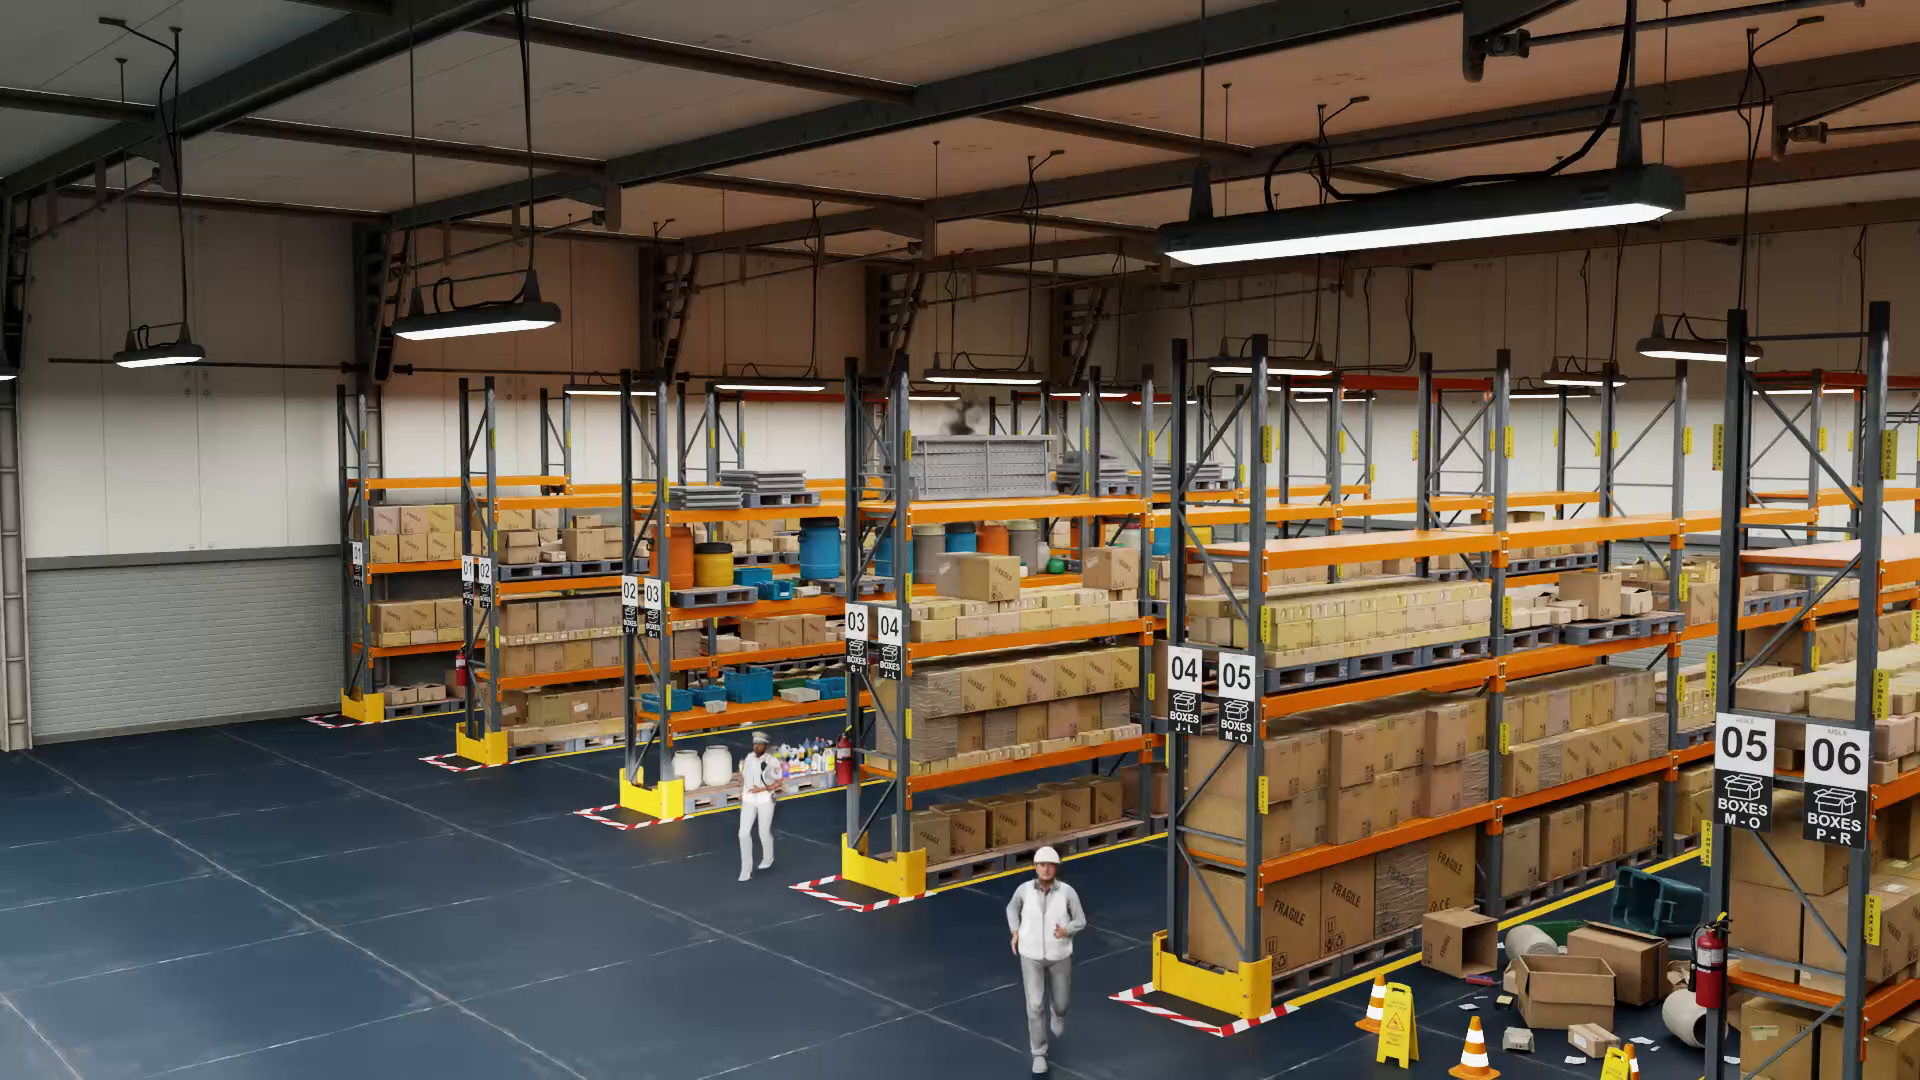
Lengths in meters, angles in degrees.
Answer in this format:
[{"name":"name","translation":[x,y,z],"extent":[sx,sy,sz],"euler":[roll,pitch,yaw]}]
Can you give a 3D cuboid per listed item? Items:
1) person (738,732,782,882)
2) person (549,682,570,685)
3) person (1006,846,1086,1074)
[{"name":"person","translation":[-2.308,3.081,19.294],"extent":[0.571,1.768,0.670],"euler":[1,4,13]},{"name":"person","translation":[-6.967,2.421,29.009],"extent":[0.580,1.711,0.838],"euler":[3,5,36]},{"name":"person","translation":[0.666,3.388,13.654],"extent":[0.596,1.748,0.896],"euler":[0,4,4]}]
